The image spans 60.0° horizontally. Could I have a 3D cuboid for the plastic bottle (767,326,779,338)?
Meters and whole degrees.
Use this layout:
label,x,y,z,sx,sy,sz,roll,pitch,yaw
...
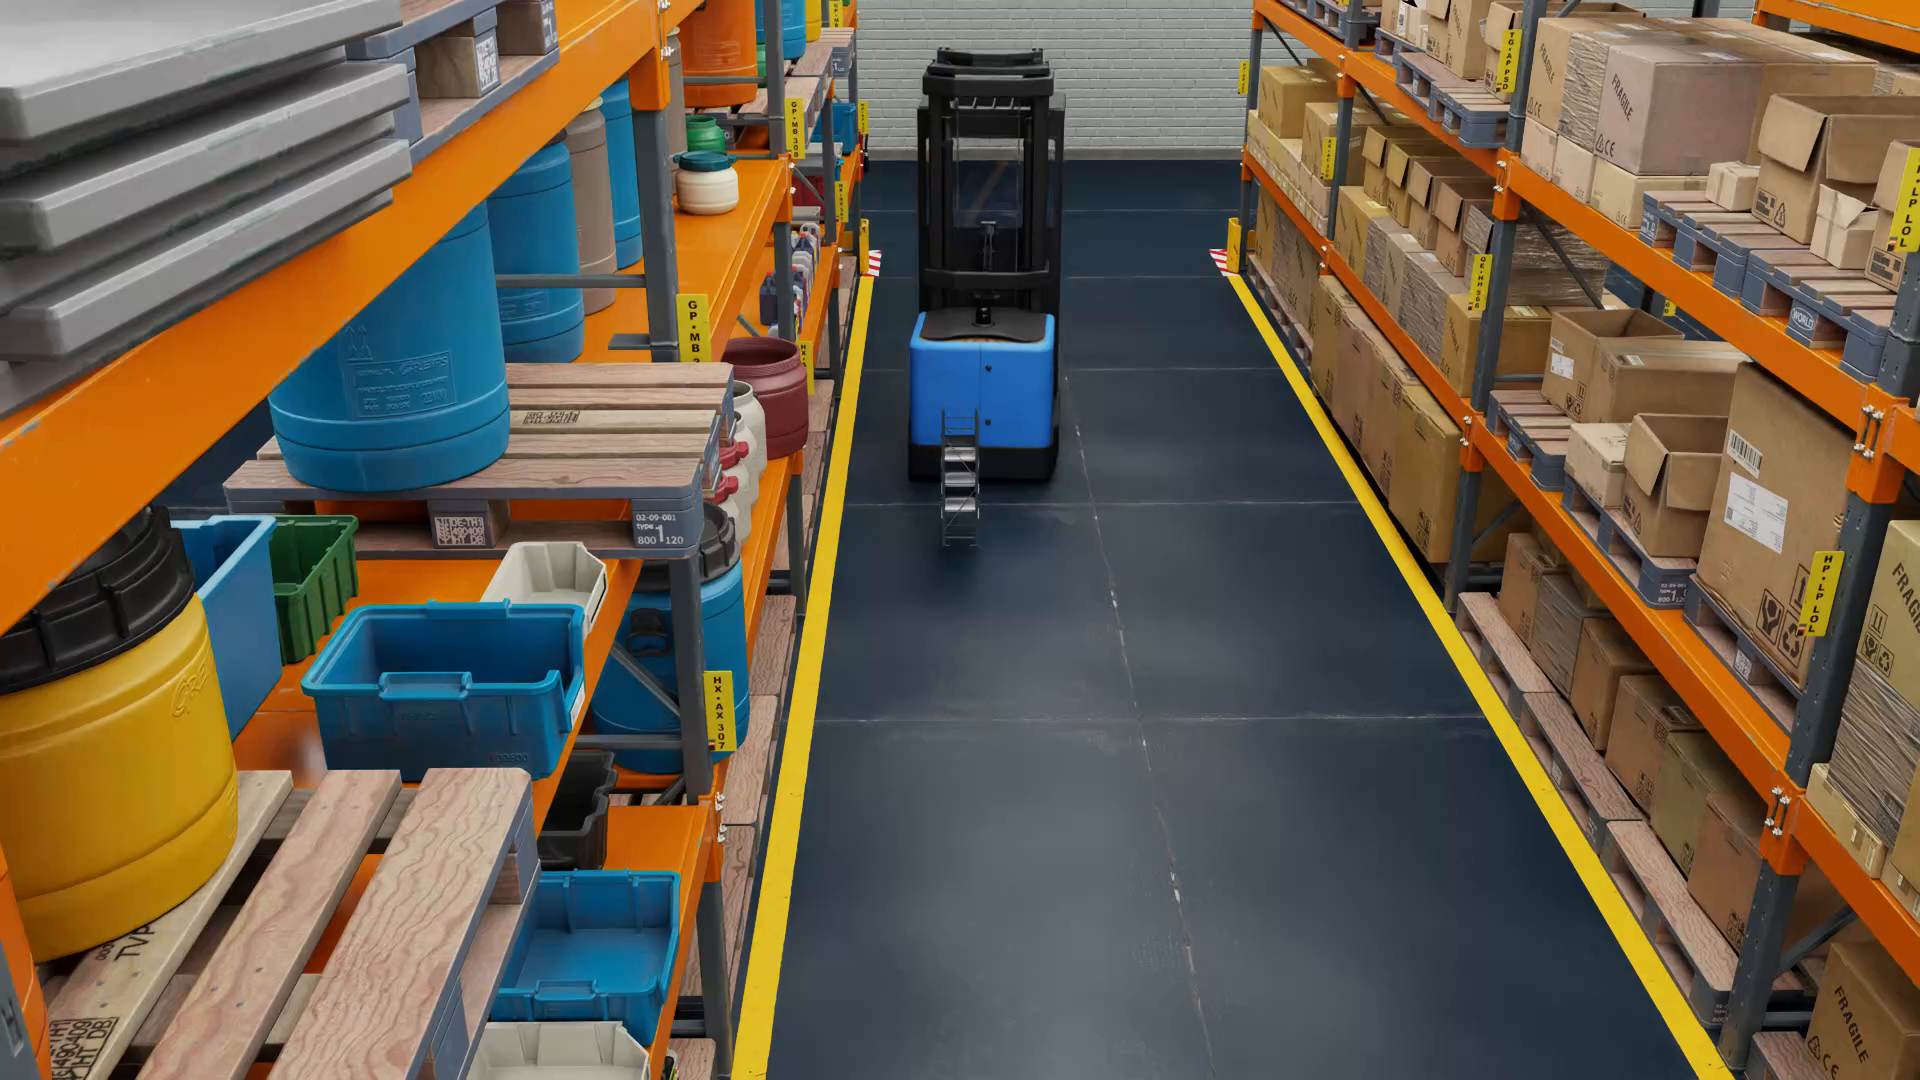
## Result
label,x,y,z,sx,sy,sz,roll,pitch,yaw
plastic bottle,-1.134,-1.227,10.474,0.152,0.276,0.135,0,24,-1

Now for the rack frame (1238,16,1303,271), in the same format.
label,x,y,z,sx,sy,sz,roll,pitch,yaw
rack frame,3.418,-4.232,16.967,1.000,3.000,0.127,0,24,-1

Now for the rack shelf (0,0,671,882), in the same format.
label,x,y,z,sx,sy,sz,roll,pitch,yaw
rack shelf,-1.382,-0.664,3.157,1.077,0.370,4.000,0,24,-1

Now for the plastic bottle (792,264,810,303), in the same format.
label,x,y,z,sx,sy,sz,roll,pitch,yaw
plastic bottle,-1.150,-1.835,11.817,0.152,0.276,0.135,0,24,-1

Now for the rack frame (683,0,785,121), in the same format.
label,x,y,z,sx,sy,sz,roll,pitch,yaw
rack frame,-1.448,-3.647,8.393,1.000,3.000,0.127,0,24,-1

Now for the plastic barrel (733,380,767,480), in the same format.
label,x,y,z,sx,sy,sz,roll,pitch,yaw
plastic barrel,-1.223,-0.541,8.671,0.421,0.512,0.421,0,24,0

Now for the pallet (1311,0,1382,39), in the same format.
label,x,y,z,sx,sy,sz,roll,pitch,yaw
pallet,3.463,-4.247,13.469,1.003,0.211,1.213,0,24,-1

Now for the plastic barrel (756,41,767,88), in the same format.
label,x,y,z,sx,sy,sz,roll,pitch,yaw
plastic barrel,-1.230,-2.838,9.924,0.294,0.245,0.294,0,24,0

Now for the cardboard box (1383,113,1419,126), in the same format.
label,x,y,z,sx,sy,sz,roll,pitch,yaw
cardboard box,3.712,-3.191,13.577,0.500,0.500,0.500,0,24,-1

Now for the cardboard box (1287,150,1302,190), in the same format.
label,x,y,z,sx,sy,sz,roll,pitch,yaw
cardboard box,3.180,-3.255,14.629,0.500,0.250,0.500,0,24,1

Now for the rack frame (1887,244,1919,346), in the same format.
label,x,y,z,sx,sy,sz,roll,pitch,yaw
rack frame,3.548,-2.021,4.798,1.000,3.000,0.127,0,24,-1

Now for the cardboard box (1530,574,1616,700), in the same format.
label,x,y,z,sx,sy,sz,roll,pitch,yaw
cardboard box,3.551,0.507,8.988,0.700,0.500,0.500,-2,24,-5

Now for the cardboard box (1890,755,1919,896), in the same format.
label,x,y,z,sx,sy,sz,roll,pitch,yaw
cardboard box,3.462,0.924,5.086,0.875,0.500,0.500,0,24,-1

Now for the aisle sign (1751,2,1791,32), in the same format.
label,x,y,z,sx,sy,sz,roll,pitch,yaw
aisle sign,8.078,-5.426,16.452,0.394,0.787,0.004,0,24,-1

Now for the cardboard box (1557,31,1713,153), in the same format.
label,x,y,z,sx,sy,sz,roll,pitch,yaw
cardboard box,3.255,-2.172,8.044,0.500,0.500,0.500,0,24,0

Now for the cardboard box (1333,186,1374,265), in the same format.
label,x,y,z,sx,sy,sz,roll,pitch,yaw
cardboard box,3.216,-2.439,12.881,0.500,0.500,0.500,0,24,0

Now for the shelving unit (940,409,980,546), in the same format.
label,x,y,z,sx,sy,sz,roll,pitch,yaw
shelving unit,0.000,-0.413,11.072,0.258,0.900,0.210,0,24,-1

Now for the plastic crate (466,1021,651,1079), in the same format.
label,x,y,z,sx,sy,sz,roll,pitch,yaw
plastic crate,-1.133,1.523,4.562,0.530,0.136,0.437,0,24,-1

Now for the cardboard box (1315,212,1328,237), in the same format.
label,x,y,z,sx,sy,sz,roll,pitch,yaw
cardboard box,3.130,-2.594,13.649,0.380,0.149,0.250,0,24,0

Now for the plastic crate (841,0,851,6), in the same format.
label,x,y,z,sx,sy,sz,roll,pitch,yaw
plastic crate,-1.239,-5.075,15.448,0.450,0.188,0.336,0,24,-1

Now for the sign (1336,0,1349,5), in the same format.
label,x,y,z,sx,sy,sz,roll,pitch,yaw
sign,2.906,-4.219,12.575,0.100,0.325,0.005,0,24,-1

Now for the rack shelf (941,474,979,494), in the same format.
label,x,y,z,sx,sy,sz,roll,pitch,yaw
rack shelf,0.000,-0.383,11.086,0.258,0.077,0.200,0,24,-1

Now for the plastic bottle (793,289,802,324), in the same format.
label,x,y,z,sx,sy,sz,roll,pitch,yaw
plastic bottle,-1.116,-1.558,11.211,0.097,0.271,0.097,0,24,0

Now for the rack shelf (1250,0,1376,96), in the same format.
label,x,y,z,sx,sy,sz,roll,pitch,yaw
rack shelf,3.439,-4.447,14.675,1.077,0.370,4.000,0,24,-1

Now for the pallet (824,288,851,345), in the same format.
label,x,y,z,sx,sy,sz,roll,pitch,yaw
pallet,-1.555,-2.098,15.632,1.003,0.211,1.213,0,24,-1

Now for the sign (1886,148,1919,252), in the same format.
label,x,y,z,sx,sy,sz,roll,pitch,yaw
sign,2.994,-1.065,5.220,0.100,0.325,0.005,0,24,-1

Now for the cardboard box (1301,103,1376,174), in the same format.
label,x,y,z,sx,sy,sz,roll,pitch,yaw
cardboard box,3.187,-3.387,14.011,0.500,0.500,0.500,0,24,0

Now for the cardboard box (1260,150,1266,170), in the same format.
label,x,y,z,sx,sy,sz,roll,pitch,yaw
cardboard box,3.103,-3.651,15.988,0.380,0.149,0.250,-1,24,-1

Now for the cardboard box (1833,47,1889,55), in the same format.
label,x,y,z,sx,sy,sz,roll,pitch,yaw
cardboard box,8.113,-4.241,15.291,0.500,0.500,0.500,-1,24,-2

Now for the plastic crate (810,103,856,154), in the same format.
label,x,y,z,sx,sy,sz,roll,pitch,yaw
plastic crate,-1.345,-4.116,16.595,0.616,0.435,0.499,0,24,-1

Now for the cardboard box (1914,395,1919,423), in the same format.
label,x,y,z,sx,sy,sz,roll,pitch,yaw
cardboard box,3.297,-0.399,5.034,0.500,0.250,0.500,-1,24,-3

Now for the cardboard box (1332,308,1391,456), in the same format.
label,x,y,z,sx,sy,sz,roll,pitch,yaw
cardboard box,3.499,-1.175,12.277,1.225,0.875,0.875,-1,24,-2

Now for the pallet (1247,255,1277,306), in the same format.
label,x,y,z,sx,sy,sz,roll,pitch,yaw
pallet,3.505,-2.632,16.814,1.003,0.211,1.213,0,24,-1

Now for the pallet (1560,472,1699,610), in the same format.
label,x,y,z,sx,sy,sz,roll,pitch,yaw
pallet,3.567,-0.033,7.915,1.003,0.211,1.213,0,24,-1

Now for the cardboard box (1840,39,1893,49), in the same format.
label,x,y,z,sx,sy,sz,roll,pitch,yaw
cardboard box,8.638,-4.453,15.760,0.500,0.500,0.500,-1,24,-2

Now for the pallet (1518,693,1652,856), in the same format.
label,x,y,z,sx,sy,sz,roll,pitch,yaw
pallet,3.522,1.158,8.432,1.003,0.211,1.213,0,24,-1

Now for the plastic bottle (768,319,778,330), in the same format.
label,x,y,z,sx,sy,sz,roll,pitch,yaw
plastic bottle,-1.169,-1.273,10.580,0.097,0.271,0.097,0,24,0

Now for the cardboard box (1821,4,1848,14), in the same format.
label,x,y,z,sx,sy,sz,roll,pitch,yaw
cardboard box,8.148,-4.896,14.977,0.500,0.250,0.500,-1,24,-2

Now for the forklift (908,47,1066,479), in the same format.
label,x,y,z,sx,sy,sz,roll,pitch,yaw
forklift,0.244,-2.346,12.880,1.130,2.935,3.031,2,24,4

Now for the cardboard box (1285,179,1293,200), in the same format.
label,x,y,z,sx,sy,sz,roll,pitch,yaw
cardboard box,3.116,-3.123,14.820,0.380,0.149,0.250,-1,24,-1

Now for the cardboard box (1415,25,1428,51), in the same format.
label,x,y,z,sx,sy,sz,roll,pitch,yaw
cardboard box,3.327,-3.413,11.312,0.380,0.149,0.250,-1,24,-3

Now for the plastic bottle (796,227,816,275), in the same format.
label,x,y,z,sx,sy,sz,roll,pitch,yaw
plastic bottle,-1.154,-2.162,12.450,0.144,0.351,0.185,0,24,-1

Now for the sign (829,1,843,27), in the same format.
label,x,y,z,sx,sy,sz,roll,pitch,yaw
sign,-0.941,-3.934,12.657,0.100,0.325,0.005,0,24,-1

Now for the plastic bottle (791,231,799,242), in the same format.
label,x,y,z,sx,sy,sz,roll,pitch,yaw
plastic bottle,-1.288,-2.302,12.941,0.097,0.201,0.097,0,24,0

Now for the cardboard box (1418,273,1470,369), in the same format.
label,x,y,z,sx,sy,sz,roll,pitch,yaw
cardboard box,3.252,-1.389,10.559,0.500,0.500,0.500,0,24,-1

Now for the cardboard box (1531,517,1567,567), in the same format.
label,x,y,z,sx,sy,sz,roll,pitch,yaw
cardboard box,3.542,-0.063,9.338,0.500,0.250,0.500,1,24,2

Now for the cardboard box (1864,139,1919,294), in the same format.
label,x,y,z,sx,sy,sz,roll,pitch,yaw
cardboard box,3.642,-1.087,5.737,0.797,0.503,0.637,-1,24,-3

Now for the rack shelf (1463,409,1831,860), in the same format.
label,x,y,z,sx,sy,sz,roll,pitch,yaw
rack shelf,3.527,0.216,8.005,1.077,0.370,4.000,0,24,-1

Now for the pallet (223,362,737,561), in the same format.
label,x,y,z,sx,sy,sz,roll,pitch,yaw
pallet,-1.299,-0.249,4.749,1.213,0.211,1.003,0,24,-1

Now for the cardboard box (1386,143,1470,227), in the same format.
label,x,y,z,sx,sy,sz,roll,pitch,yaw
cardboard box,3.472,-2.540,11.888,0.797,0.503,0.637,0,24,0

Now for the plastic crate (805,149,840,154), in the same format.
label,x,y,z,sx,sy,sz,roll,pitch,yaw
plastic crate,-1.356,-3.662,15.955,0.396,0.136,0.243,0,24,-1

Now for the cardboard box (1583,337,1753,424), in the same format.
label,x,y,z,sx,sy,sz,roll,pitch,yaw
cardboard box,3.657,-0.721,8.572,0.700,0.500,0.500,3,25,7

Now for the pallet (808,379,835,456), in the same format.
label,x,y,z,sx,sy,sz,roll,pitch,yaw
pallet,-1.525,-0.973,13.145,1.003,0.211,1.213,0,24,-1

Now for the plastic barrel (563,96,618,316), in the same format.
label,x,y,z,sx,sy,sz,roll,pitch,yaw
plastic barrel,-1.634,-1.338,6.321,0.600,0.901,0.600,0,24,0

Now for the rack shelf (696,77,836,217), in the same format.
label,x,y,z,sx,sy,sz,roll,pitch,yaw
rack shelf,-1.470,-2.776,10.982,1.077,0.370,4.000,0,24,-1

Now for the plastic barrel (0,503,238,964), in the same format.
label,x,y,z,sx,sy,sz,roll,pitch,yaw
plastic barrel,-1.500,0.270,2.635,0.600,0.588,0.600,0,24,0
